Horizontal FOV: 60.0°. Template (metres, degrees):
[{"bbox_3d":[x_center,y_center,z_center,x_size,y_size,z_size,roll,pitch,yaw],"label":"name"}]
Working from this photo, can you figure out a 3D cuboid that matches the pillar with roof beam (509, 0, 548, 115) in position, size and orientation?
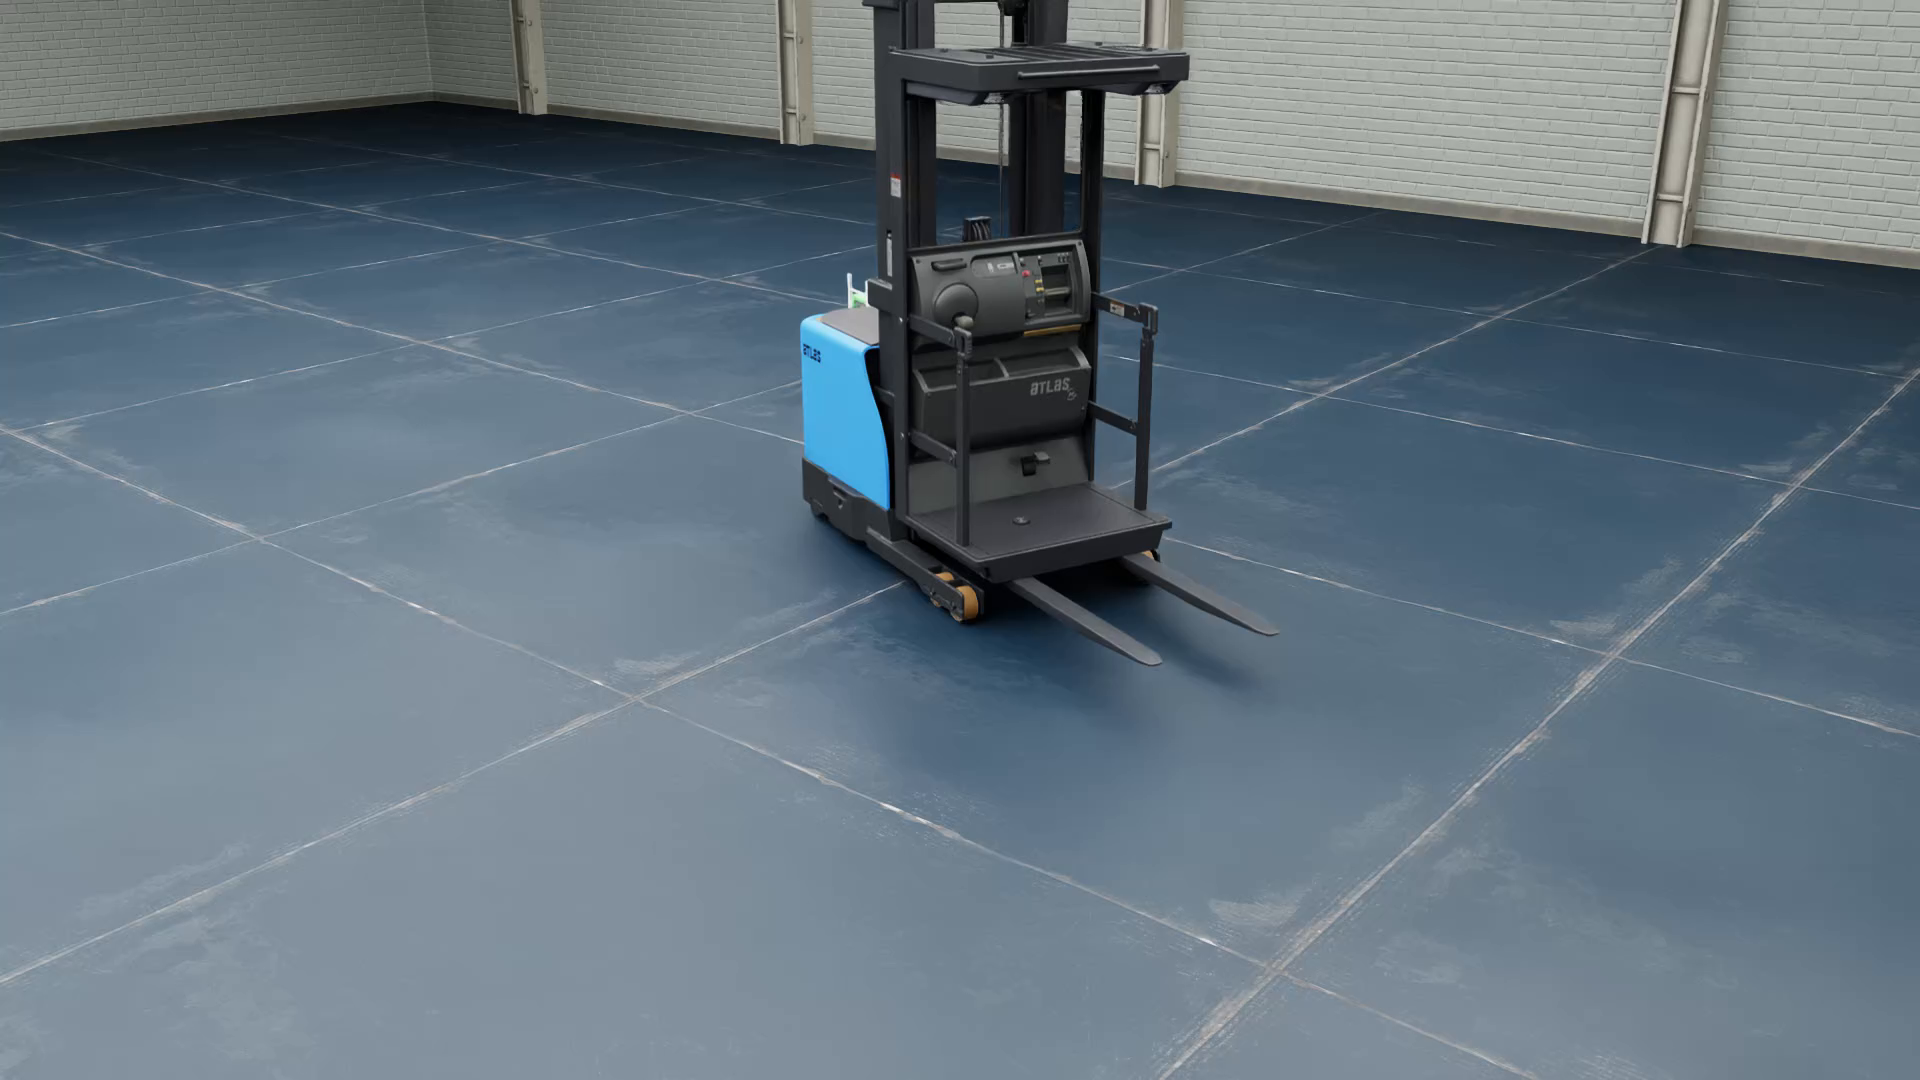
[{"bbox_3d":[-9.672,-9.992,22.410,0.400,9.000,9.100,16,26,36],"label":"pillar with roof beam"}]

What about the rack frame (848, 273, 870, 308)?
[{"bbox_3d":[-0.553,-0.871,9.276,0.015,1.200,0.240,-11,23,-28],"label":"rack frame"}]

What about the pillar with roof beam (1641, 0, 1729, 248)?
[{"bbox_3d":[4.273,-5.976,11.761,0.400,9.000,9.100,16,26,36],"label":"pillar with roof beam"}]

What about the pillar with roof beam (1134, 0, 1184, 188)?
[{"bbox_3d":[-0.376,-7.314,15.311,0.400,9.000,9.100,16,26,36],"label":"pillar with roof beam"}]

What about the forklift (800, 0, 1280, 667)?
[{"bbox_3d":[0.311,-1.179,7.640,1.130,2.935,3.031,-11,23,-28],"label":"forklift"}]

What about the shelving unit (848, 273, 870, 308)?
[{"bbox_3d":[-0.341,-0.913,9.389,0.503,1.200,0.258,-11,23,-28],"label":"shelving unit"}]

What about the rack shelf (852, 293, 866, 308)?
[{"bbox_3d":[-0.341,-1.303,9.243,0.480,0.148,0.258,-11,23,-28],"label":"rack shelf"}]

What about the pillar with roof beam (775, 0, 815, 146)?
[{"bbox_3d":[-5.024,-8.653,18.861,0.400,9.000,9.100,16,26,36],"label":"pillar with roof beam"}]
